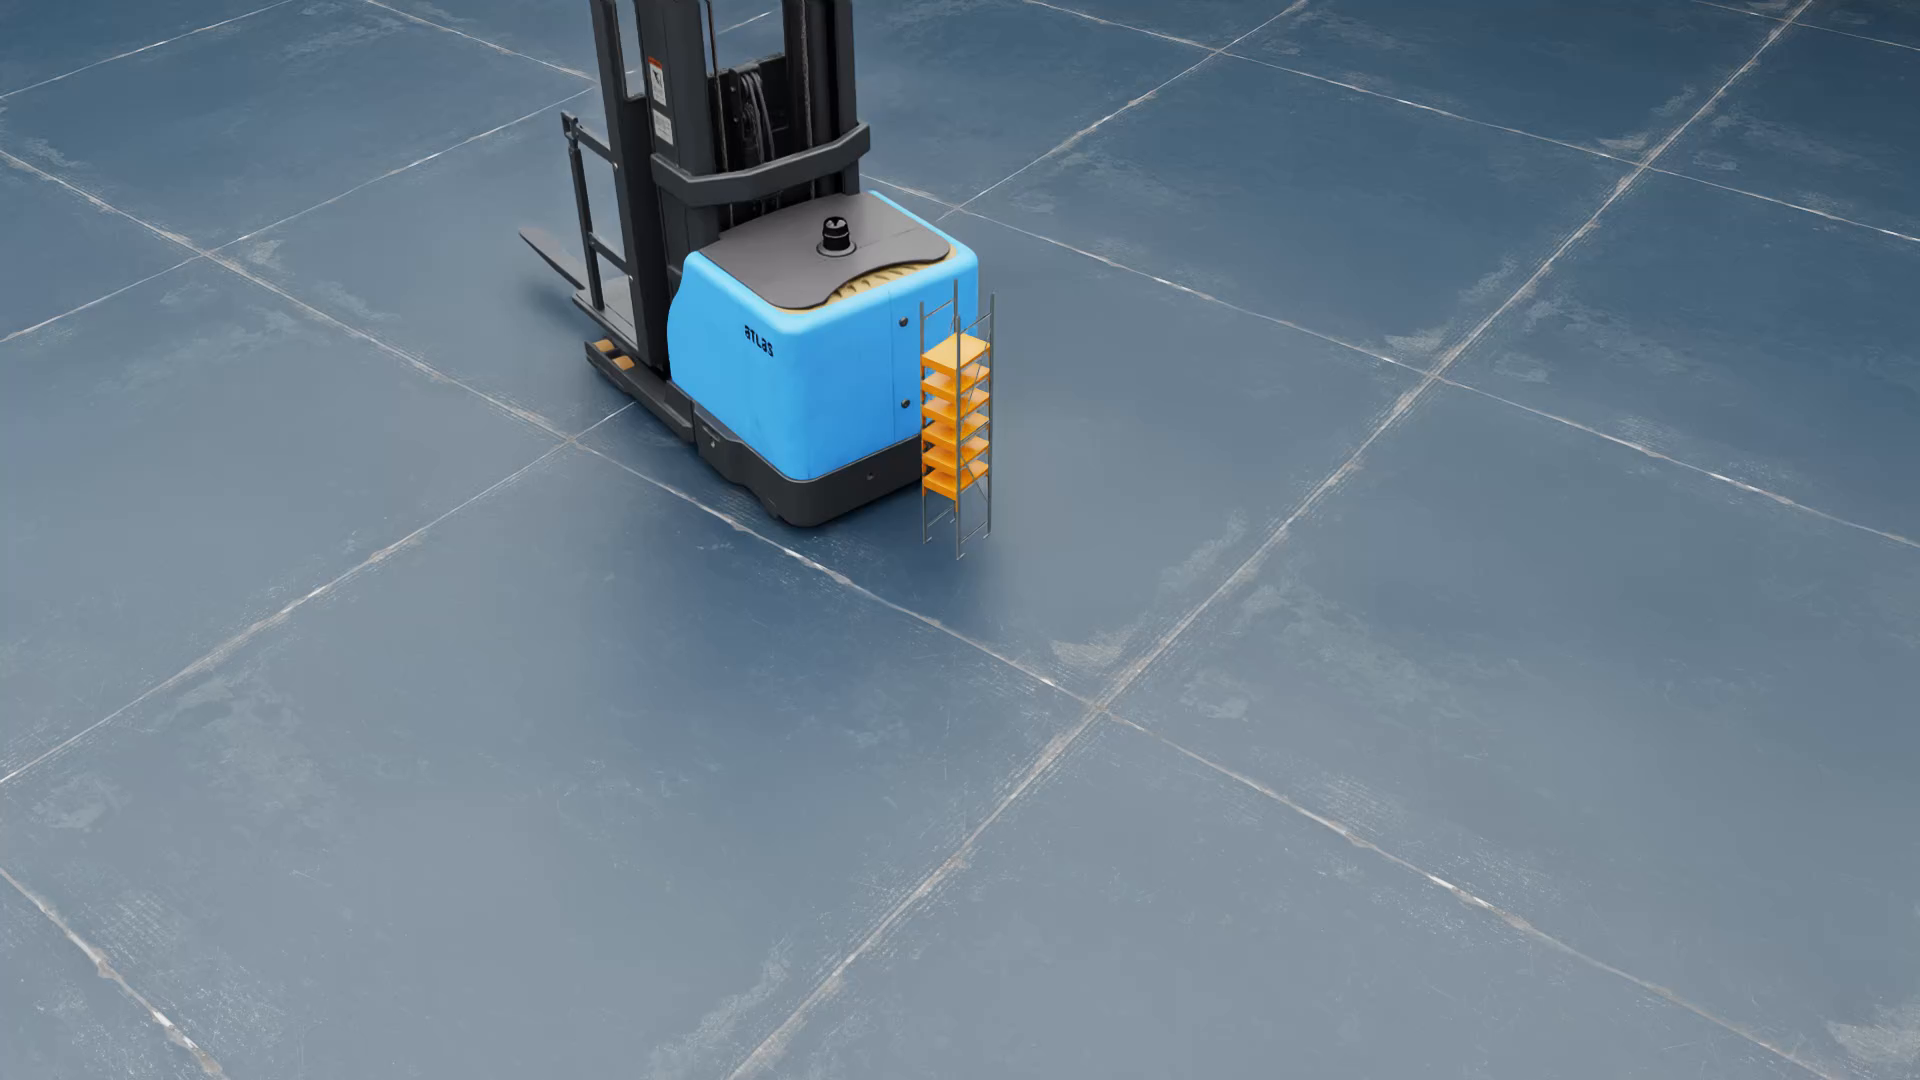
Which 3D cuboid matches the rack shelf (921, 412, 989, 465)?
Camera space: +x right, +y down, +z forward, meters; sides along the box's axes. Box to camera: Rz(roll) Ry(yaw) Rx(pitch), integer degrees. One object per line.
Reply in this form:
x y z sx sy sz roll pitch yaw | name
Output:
-0.012 -0.443 6.914 0.180 0.103 0.258 25 45 29 | rack shelf

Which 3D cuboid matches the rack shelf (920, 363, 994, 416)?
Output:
-0.012 -0.632 6.766 0.180 0.103 0.258 25 45 29 | rack shelf

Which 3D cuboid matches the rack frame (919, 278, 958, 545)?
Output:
-0.084 -0.512 6.931 0.006 1.200 0.240 25 45 29 | rack frame

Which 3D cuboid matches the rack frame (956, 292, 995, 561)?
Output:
0.061 -0.444 6.843 0.006 1.200 0.240 25 45 29 | rack frame

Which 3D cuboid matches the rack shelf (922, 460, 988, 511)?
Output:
-0.011 -0.254 7.062 0.180 0.103 0.258 25 45 29 | rack shelf

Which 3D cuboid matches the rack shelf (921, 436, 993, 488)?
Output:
-0.011 -0.348 6.988 0.180 0.103 0.258 25 45 29 | rack shelf

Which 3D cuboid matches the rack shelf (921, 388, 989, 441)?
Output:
-0.012 -0.537 6.840 0.180 0.103 0.258 25 45 29 | rack shelf

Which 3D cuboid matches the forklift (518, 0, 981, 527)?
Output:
-1.209 -2.062 7.506 1.130 2.935 3.031 -26 45 -29 | forklift

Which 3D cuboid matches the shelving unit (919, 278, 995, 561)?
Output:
-0.012 -0.478 6.887 0.189 1.200 0.258 25 45 29 | shelving unit

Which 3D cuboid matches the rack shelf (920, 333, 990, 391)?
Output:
-0.012 -0.726 6.693 0.180 0.103 0.258 25 45 29 | rack shelf
